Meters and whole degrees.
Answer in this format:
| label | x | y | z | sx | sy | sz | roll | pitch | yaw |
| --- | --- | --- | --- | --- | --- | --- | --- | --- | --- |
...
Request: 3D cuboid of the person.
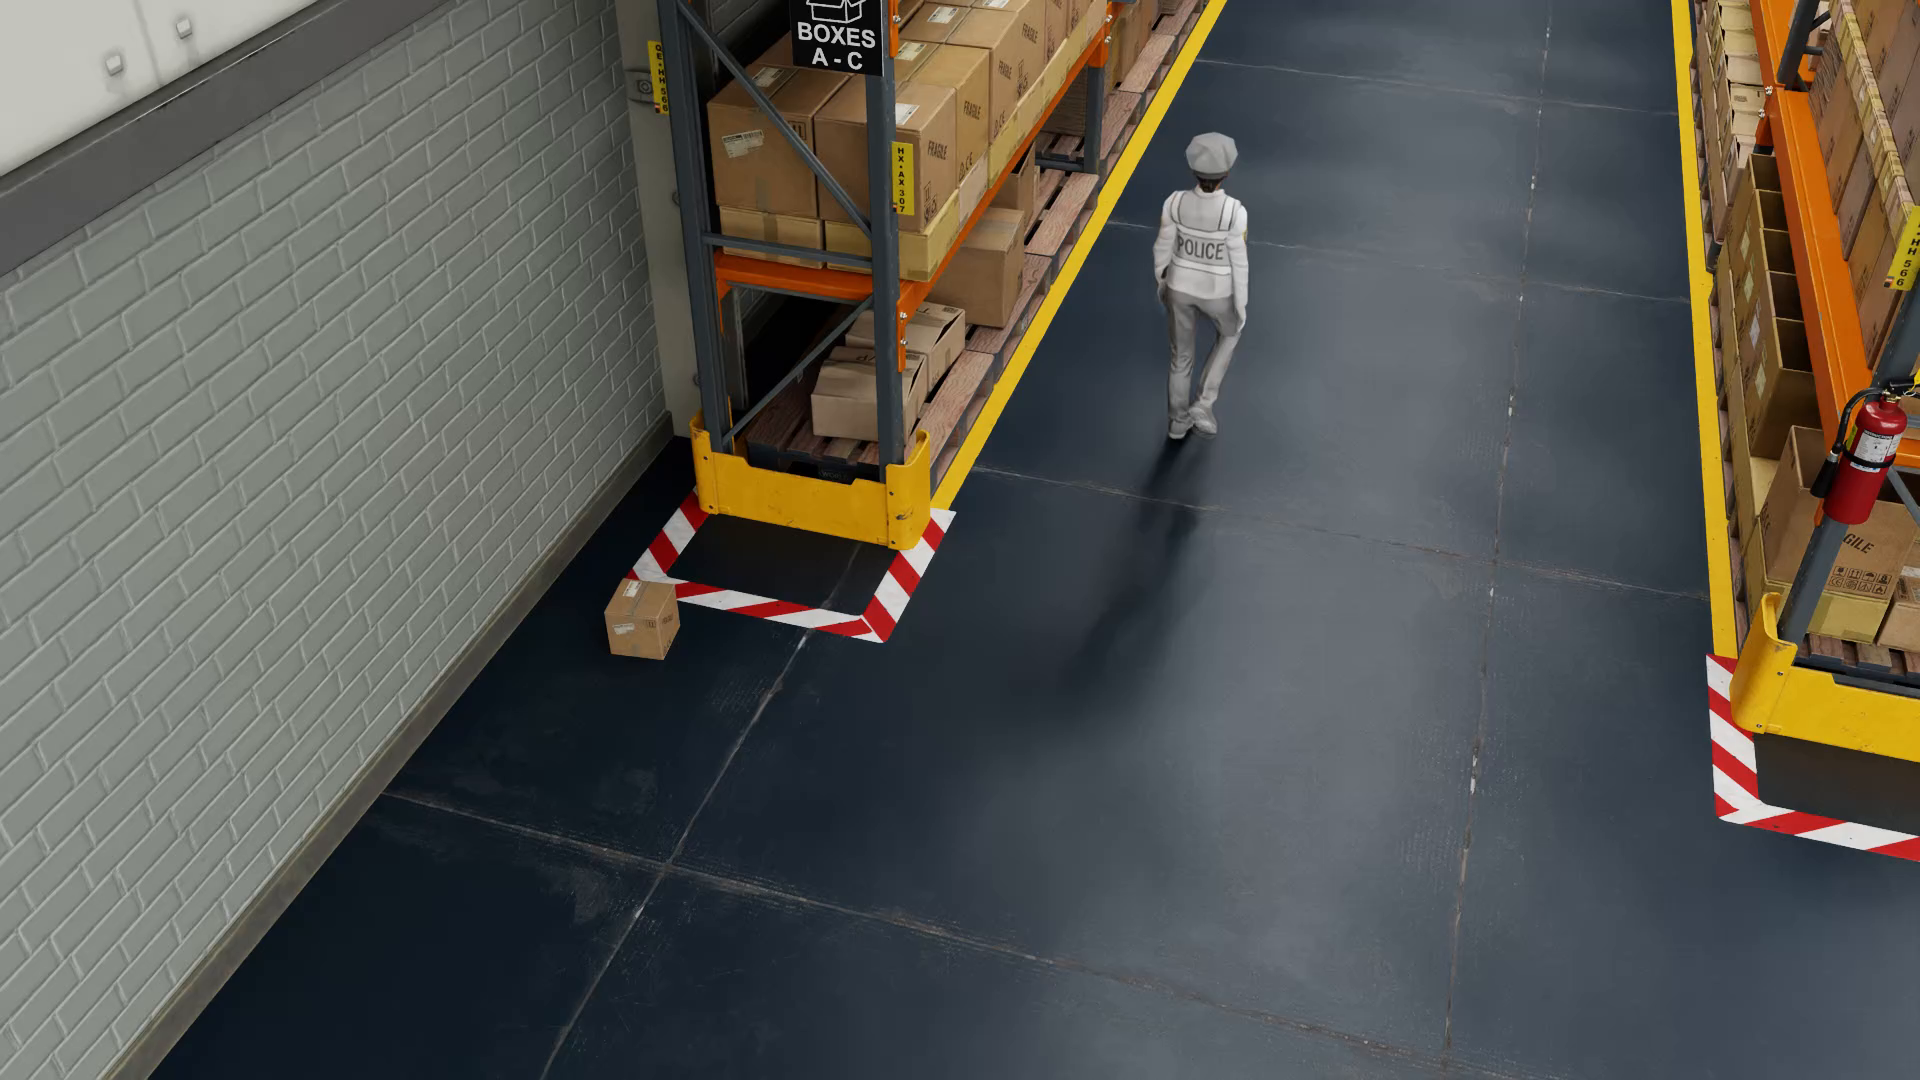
| label | x | y | z | sx | sy | sz | roll | pitch | yaw |
| --- | --- | --- | --- | --- | --- | --- | --- | --- | --- |
| person | 1.238 | -1.290 | 8.520 | 0.517 | 1.695 | 0.441 | 13 | 39 | 16 |
